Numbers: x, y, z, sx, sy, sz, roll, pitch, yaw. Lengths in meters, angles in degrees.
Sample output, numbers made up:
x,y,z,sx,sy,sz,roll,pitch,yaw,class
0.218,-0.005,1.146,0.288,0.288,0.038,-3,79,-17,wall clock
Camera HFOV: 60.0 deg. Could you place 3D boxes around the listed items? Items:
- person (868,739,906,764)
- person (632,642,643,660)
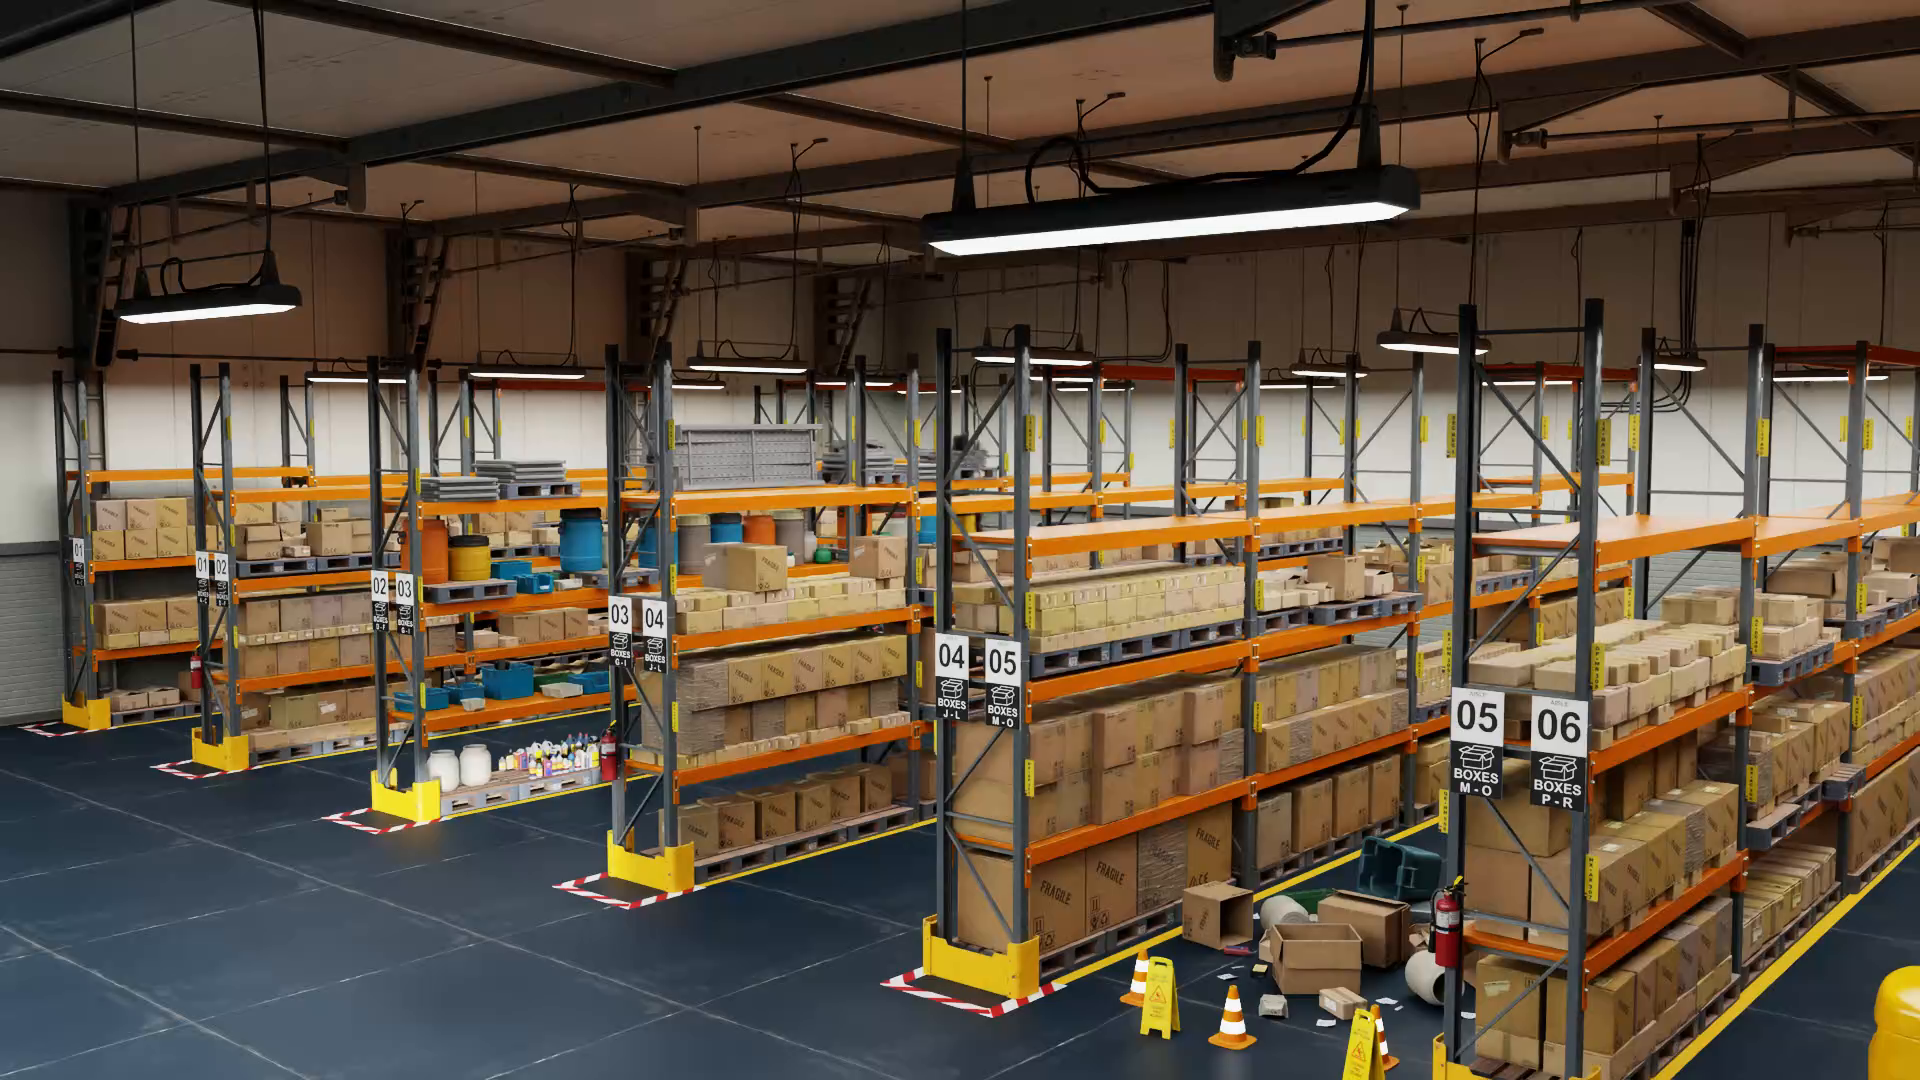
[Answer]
x,y,z,sx,sy,sz,roll,pitch,yaw,class
-1.104,2.625,23.924,1.099,1.577,0.725,-3,5,-38,person
-5.309,2.184,28.530,0.715,1.591,0.980,1,4,19,person
